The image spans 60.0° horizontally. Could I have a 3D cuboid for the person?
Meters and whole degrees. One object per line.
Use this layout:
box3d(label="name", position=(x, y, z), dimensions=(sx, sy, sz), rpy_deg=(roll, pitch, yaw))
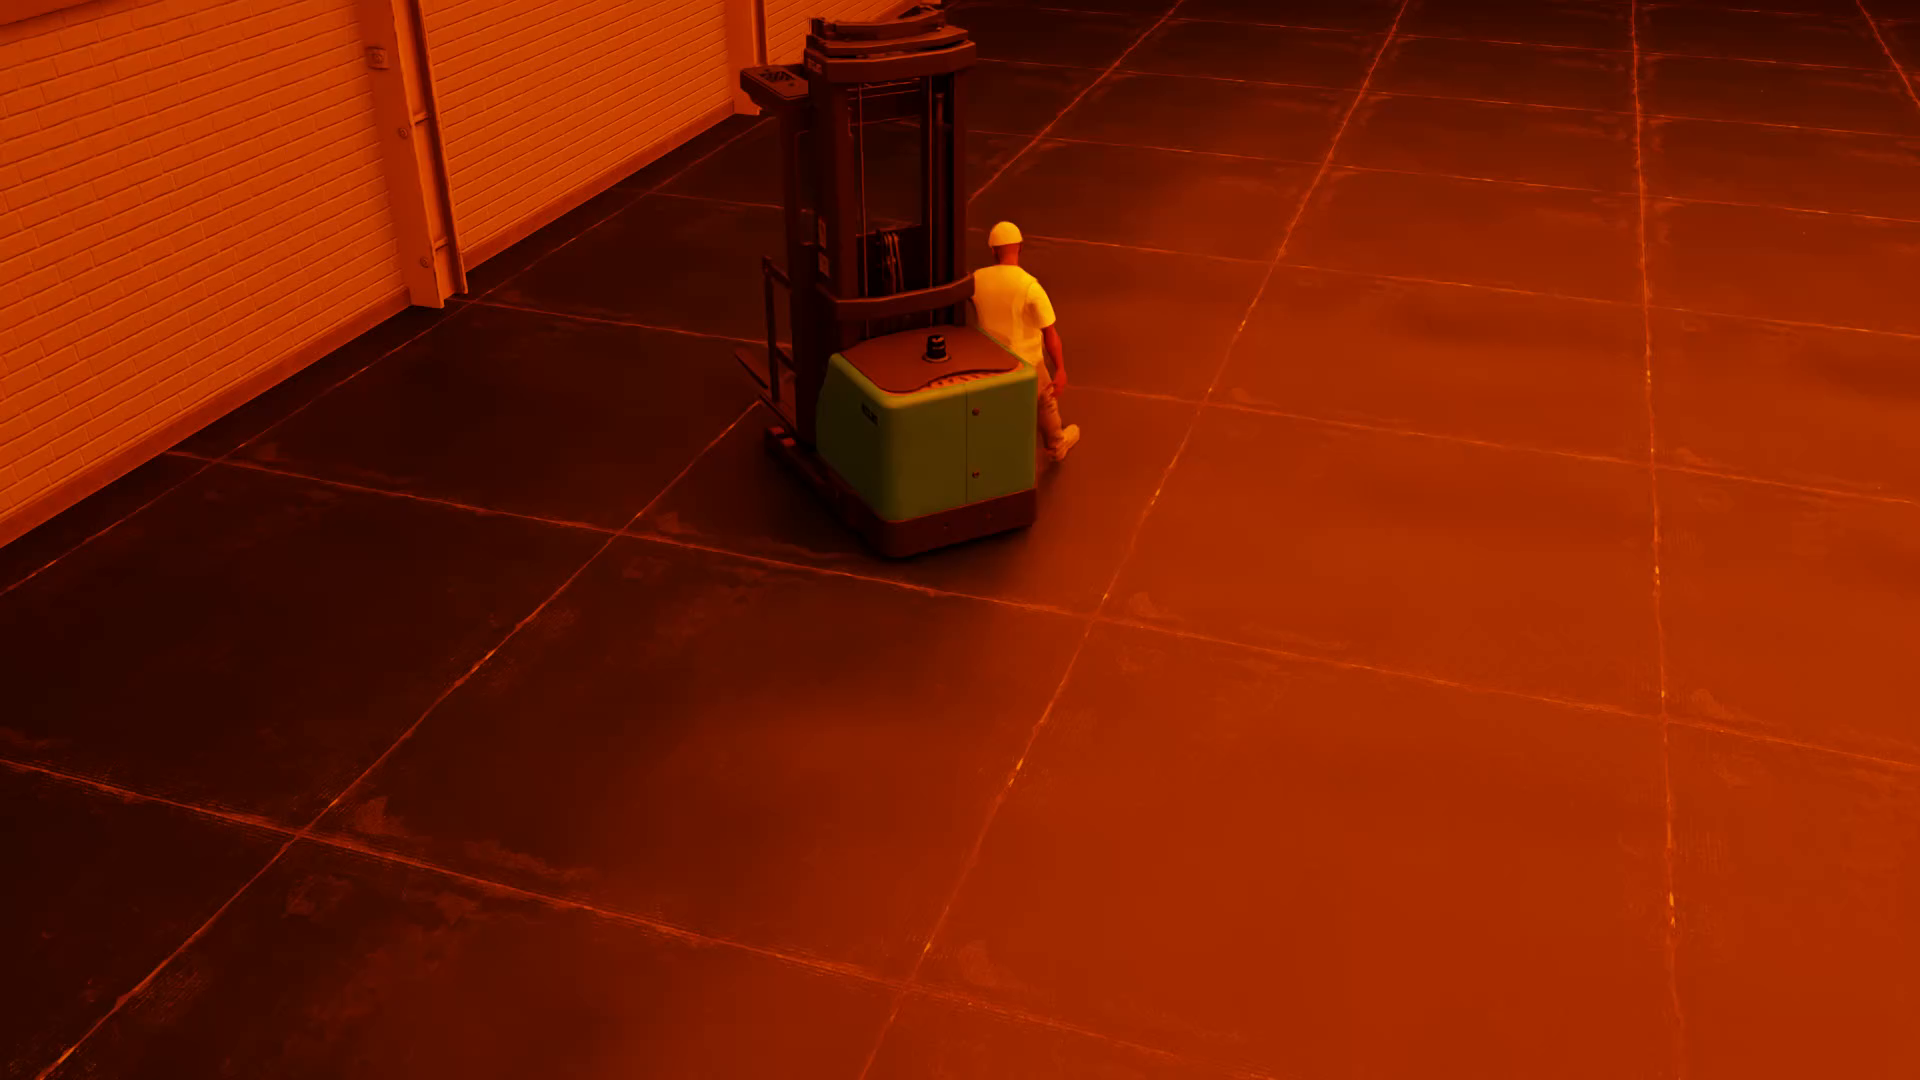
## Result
box3d(label="person", position=(0.404, -1.182, 10.500), dimensions=(0.752, 1.736, 0.926), rpy_deg=(15, 33, 24))

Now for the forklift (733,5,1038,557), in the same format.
box3d(label="forklift", position=(-0.654, -1.874, 10.424), dimensions=(1.130, 2.935, 3.031), rpy_deg=(-14, 33, -24))
